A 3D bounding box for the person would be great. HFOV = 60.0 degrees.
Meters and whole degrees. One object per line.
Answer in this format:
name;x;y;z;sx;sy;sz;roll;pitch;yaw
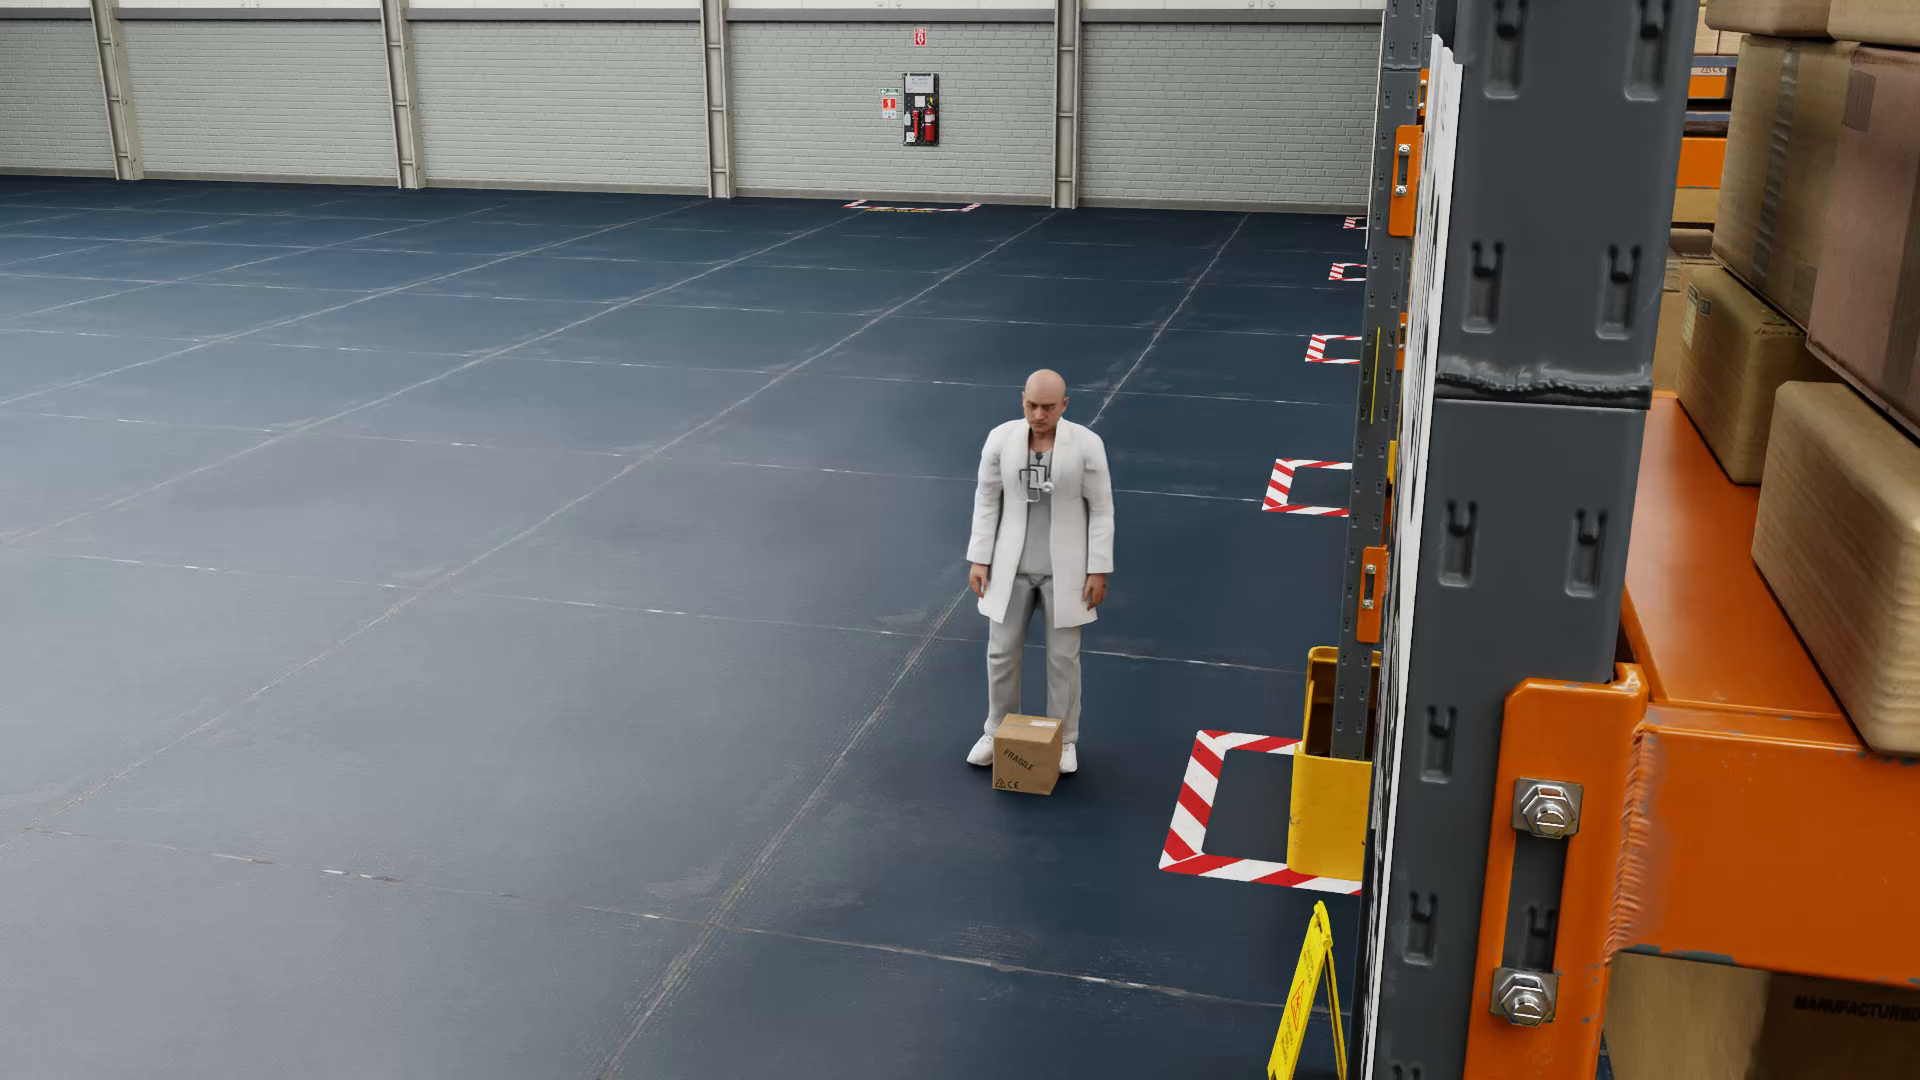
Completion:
person;0.345;0.126;7.190;0.643;1.775;0.423;5;19;14
